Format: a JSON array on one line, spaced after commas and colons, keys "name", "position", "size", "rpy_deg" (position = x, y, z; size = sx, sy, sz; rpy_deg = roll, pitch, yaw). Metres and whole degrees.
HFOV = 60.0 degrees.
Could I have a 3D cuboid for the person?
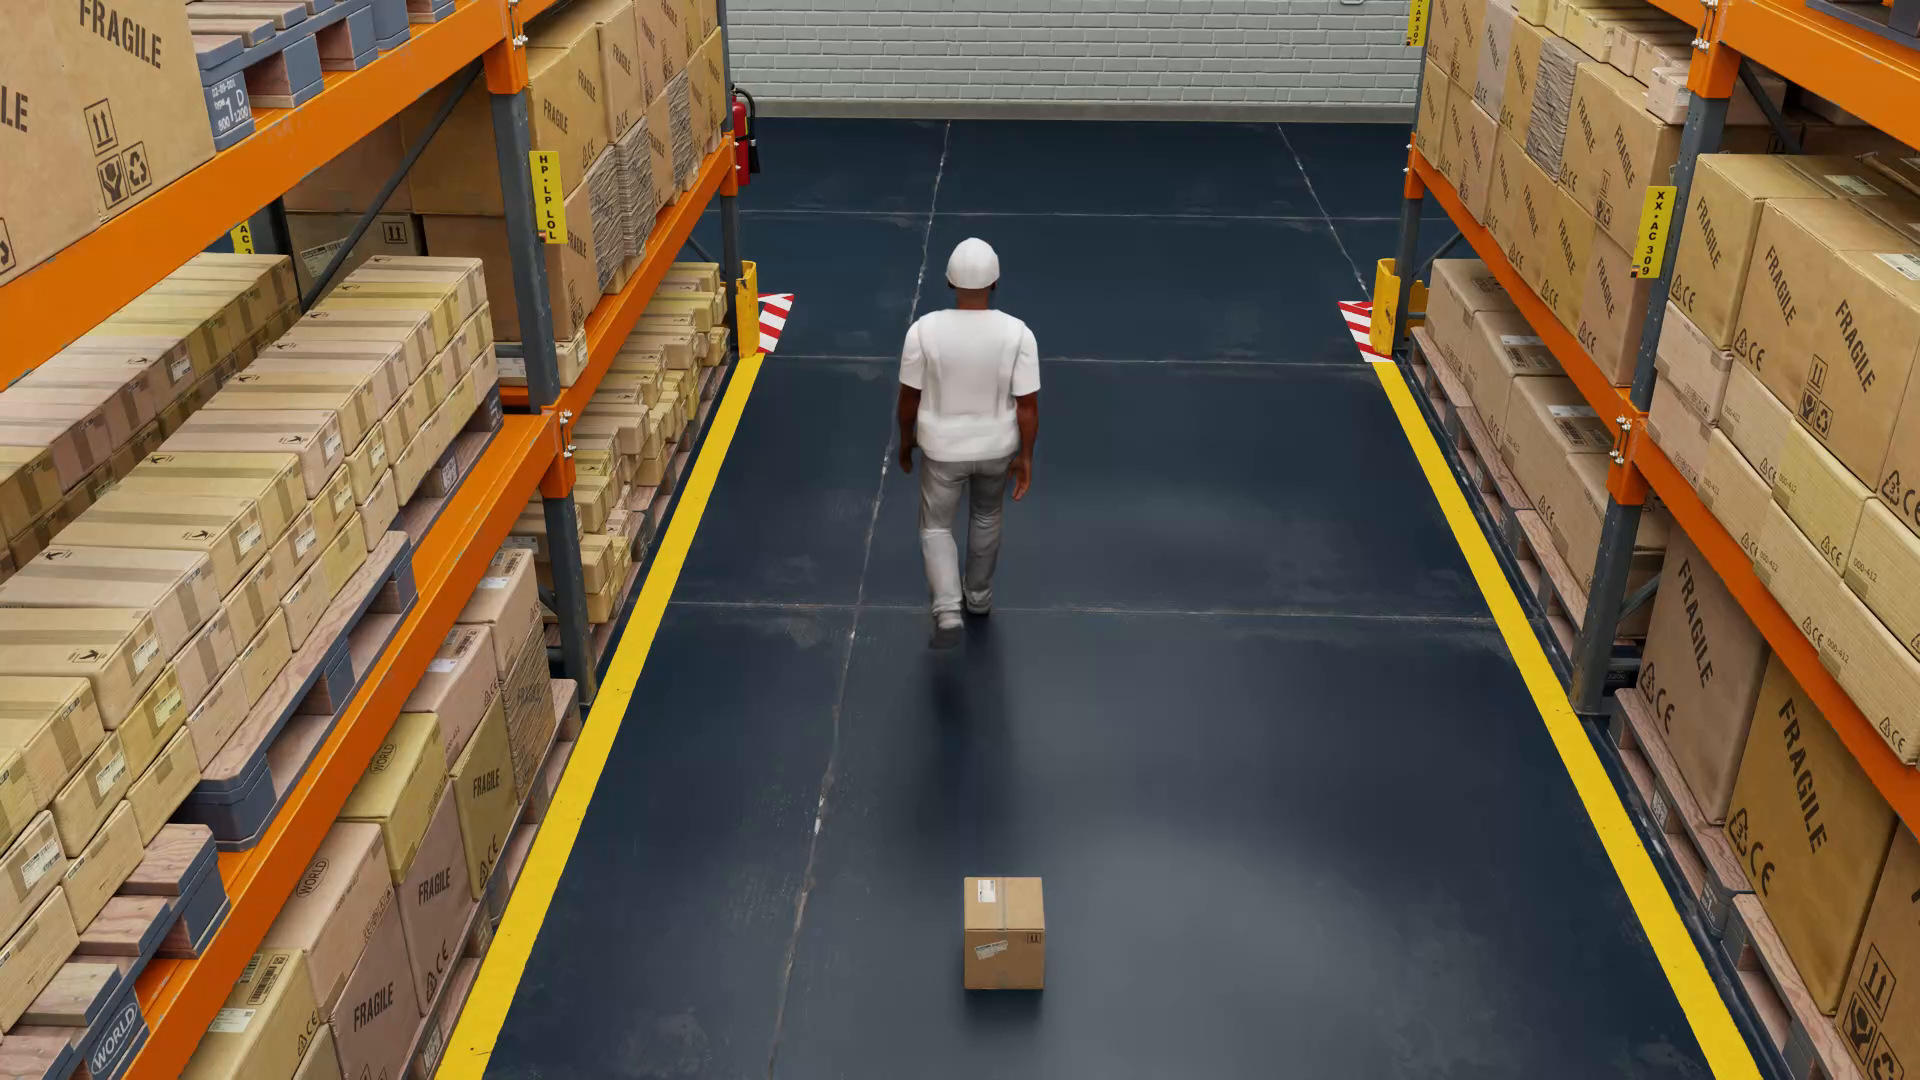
[{"name": "person", "position": [0.034, -0.381, 6.792], "size": [0.564, 1.739, 0.857], "rpy_deg": [-2, 28, -4]}]
